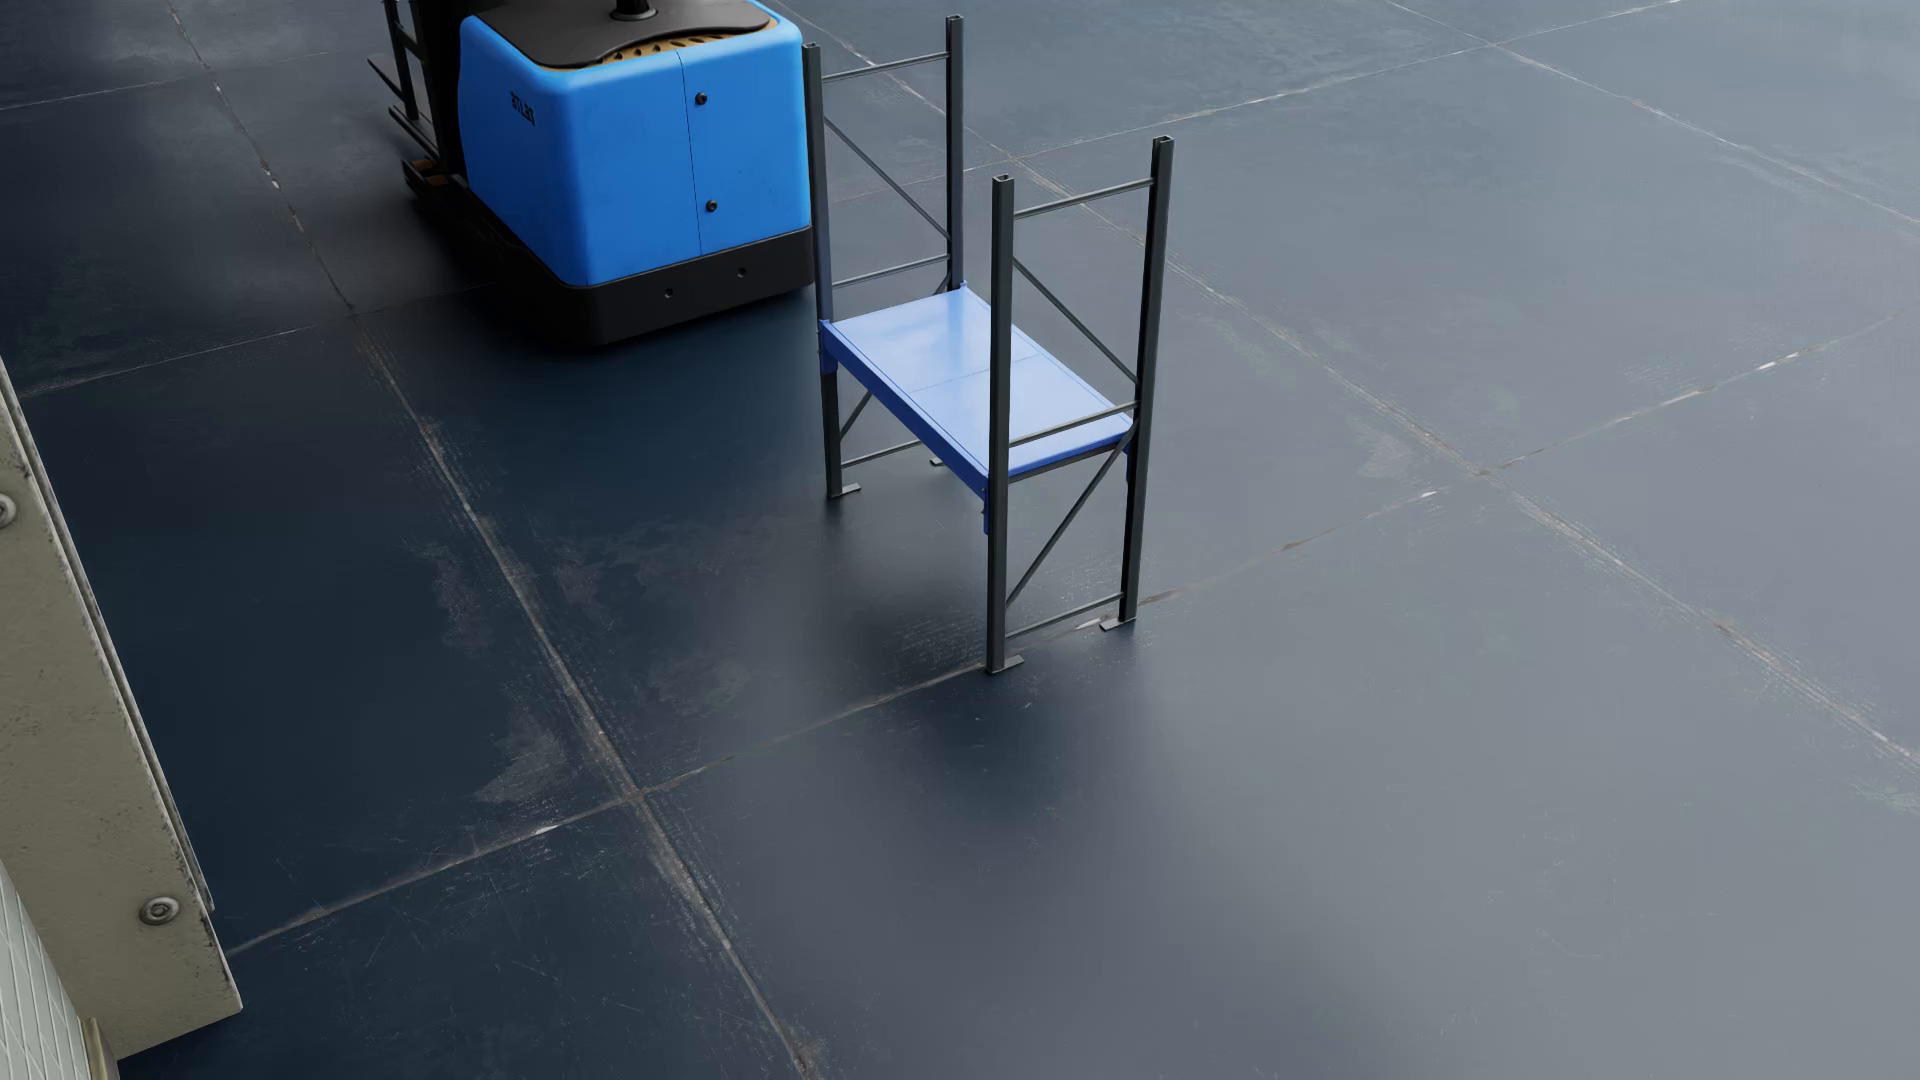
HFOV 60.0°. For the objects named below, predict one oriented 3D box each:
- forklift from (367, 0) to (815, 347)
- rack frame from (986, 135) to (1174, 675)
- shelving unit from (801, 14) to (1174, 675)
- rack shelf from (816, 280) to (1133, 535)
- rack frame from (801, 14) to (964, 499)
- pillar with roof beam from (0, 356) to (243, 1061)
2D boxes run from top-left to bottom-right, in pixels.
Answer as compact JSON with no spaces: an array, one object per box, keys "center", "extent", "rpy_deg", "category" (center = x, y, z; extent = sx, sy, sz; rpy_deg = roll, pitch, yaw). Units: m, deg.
[{"center":[-1.779,-2.727,6.498],"extent":[1.130,2.935,3.031],"rpy_deg":[-21,41,-26],"category":"forklift"},{"center":[0.298,-0.303,4.393],"extent":[0.500,1.500,0.032],"rpy_deg":[-19,40,-24],"category":"rack frame"},{"center":[0.043,-0.562,4.748],"extent":[0.538,1.500,1.048],"rpy_deg":[-19,40,-24],"category":"shelving unit"},{"center":[0.043,-0.417,4.854],"extent":[0.538,0.185,1.000],"rpy_deg":[-19,40,-24],"category":"rack shelf"},{"center":[-0.213,-0.821,5.103],"extent":[0.500,1.500,0.032],"rpy_deg":[-19,40,-24],"category":"rack frame"},{"center":[1.858,-3.895,2.953],"extent":[9.100,9.000,0.400],"rpy_deg":[-19,40,-24],"category":"pillar with roof beam"}]
